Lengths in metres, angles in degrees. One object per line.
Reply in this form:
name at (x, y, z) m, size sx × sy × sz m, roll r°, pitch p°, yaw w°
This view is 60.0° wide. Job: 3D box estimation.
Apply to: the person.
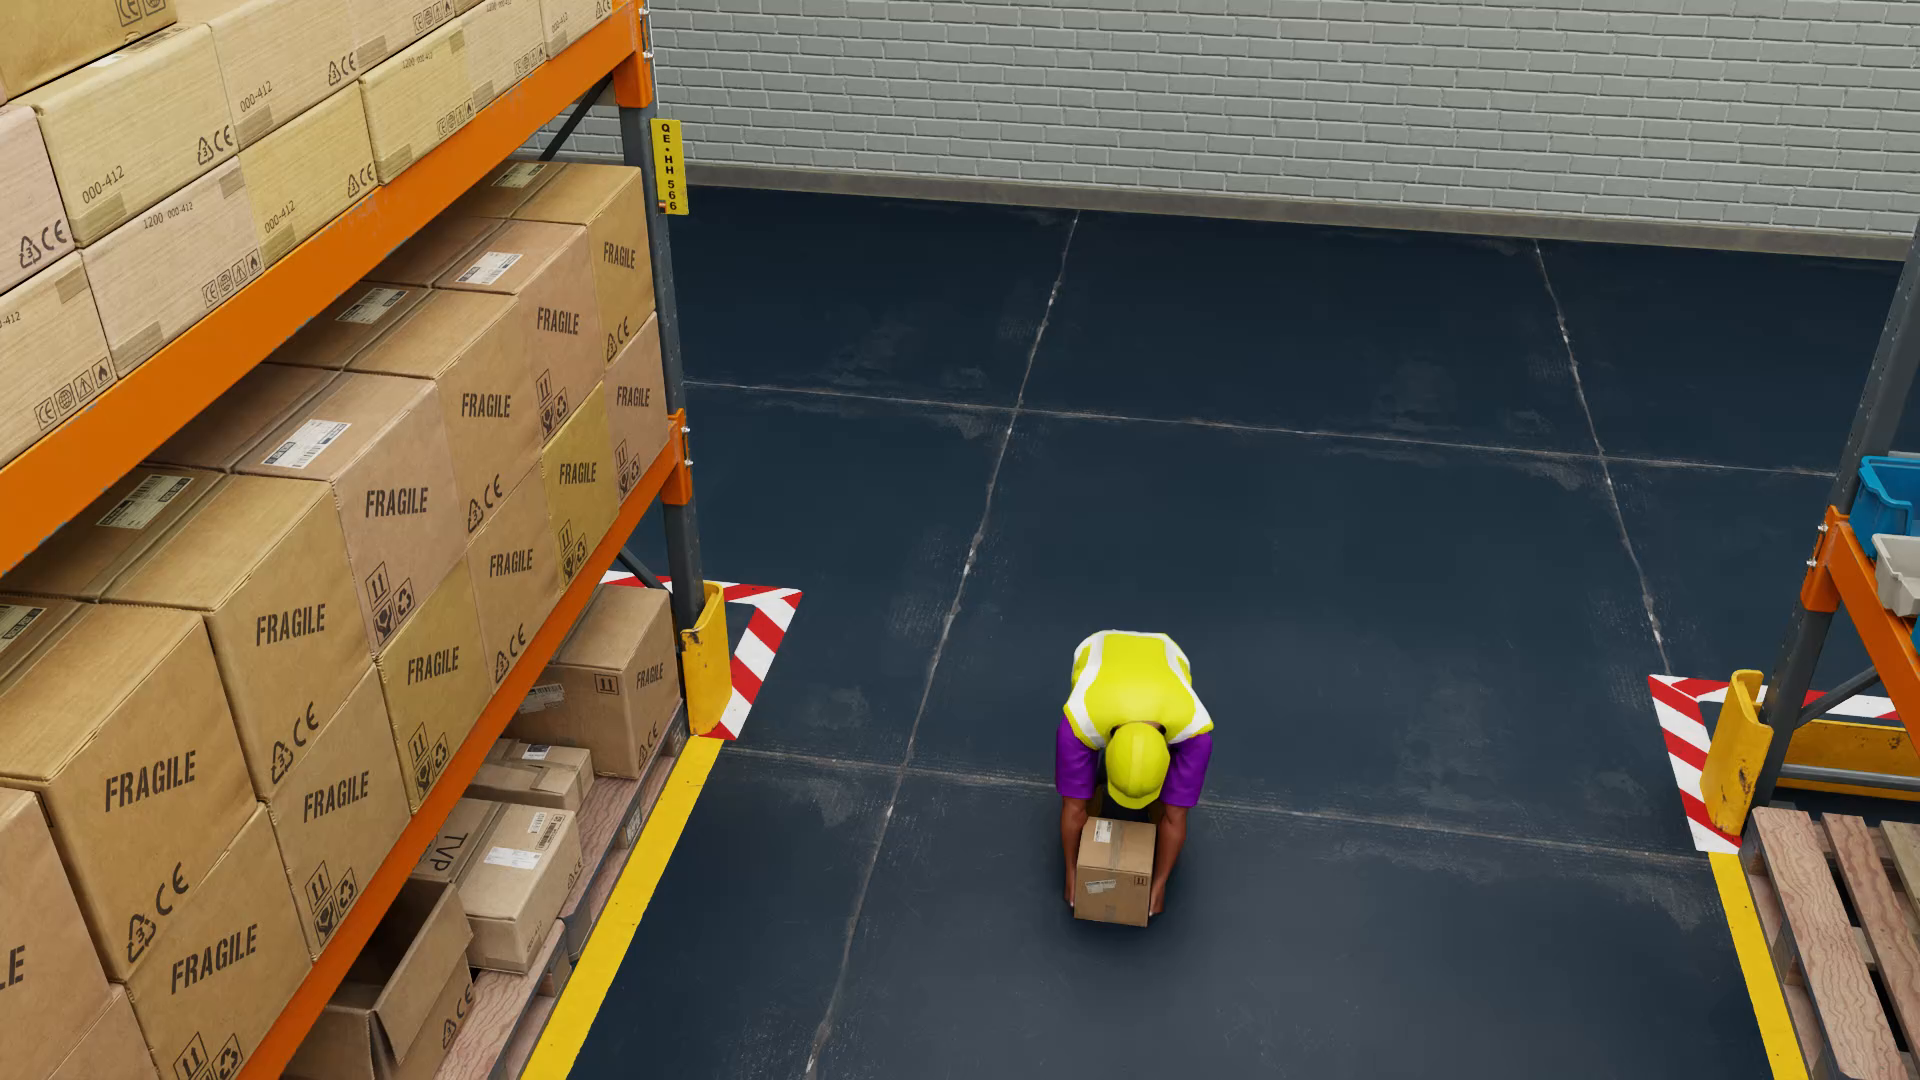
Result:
person at (0.609, 0.761, 5.848) m, size 0.529 × 0.809 × 0.959 m, roll 5°, pitch 32°, yaw 7°
